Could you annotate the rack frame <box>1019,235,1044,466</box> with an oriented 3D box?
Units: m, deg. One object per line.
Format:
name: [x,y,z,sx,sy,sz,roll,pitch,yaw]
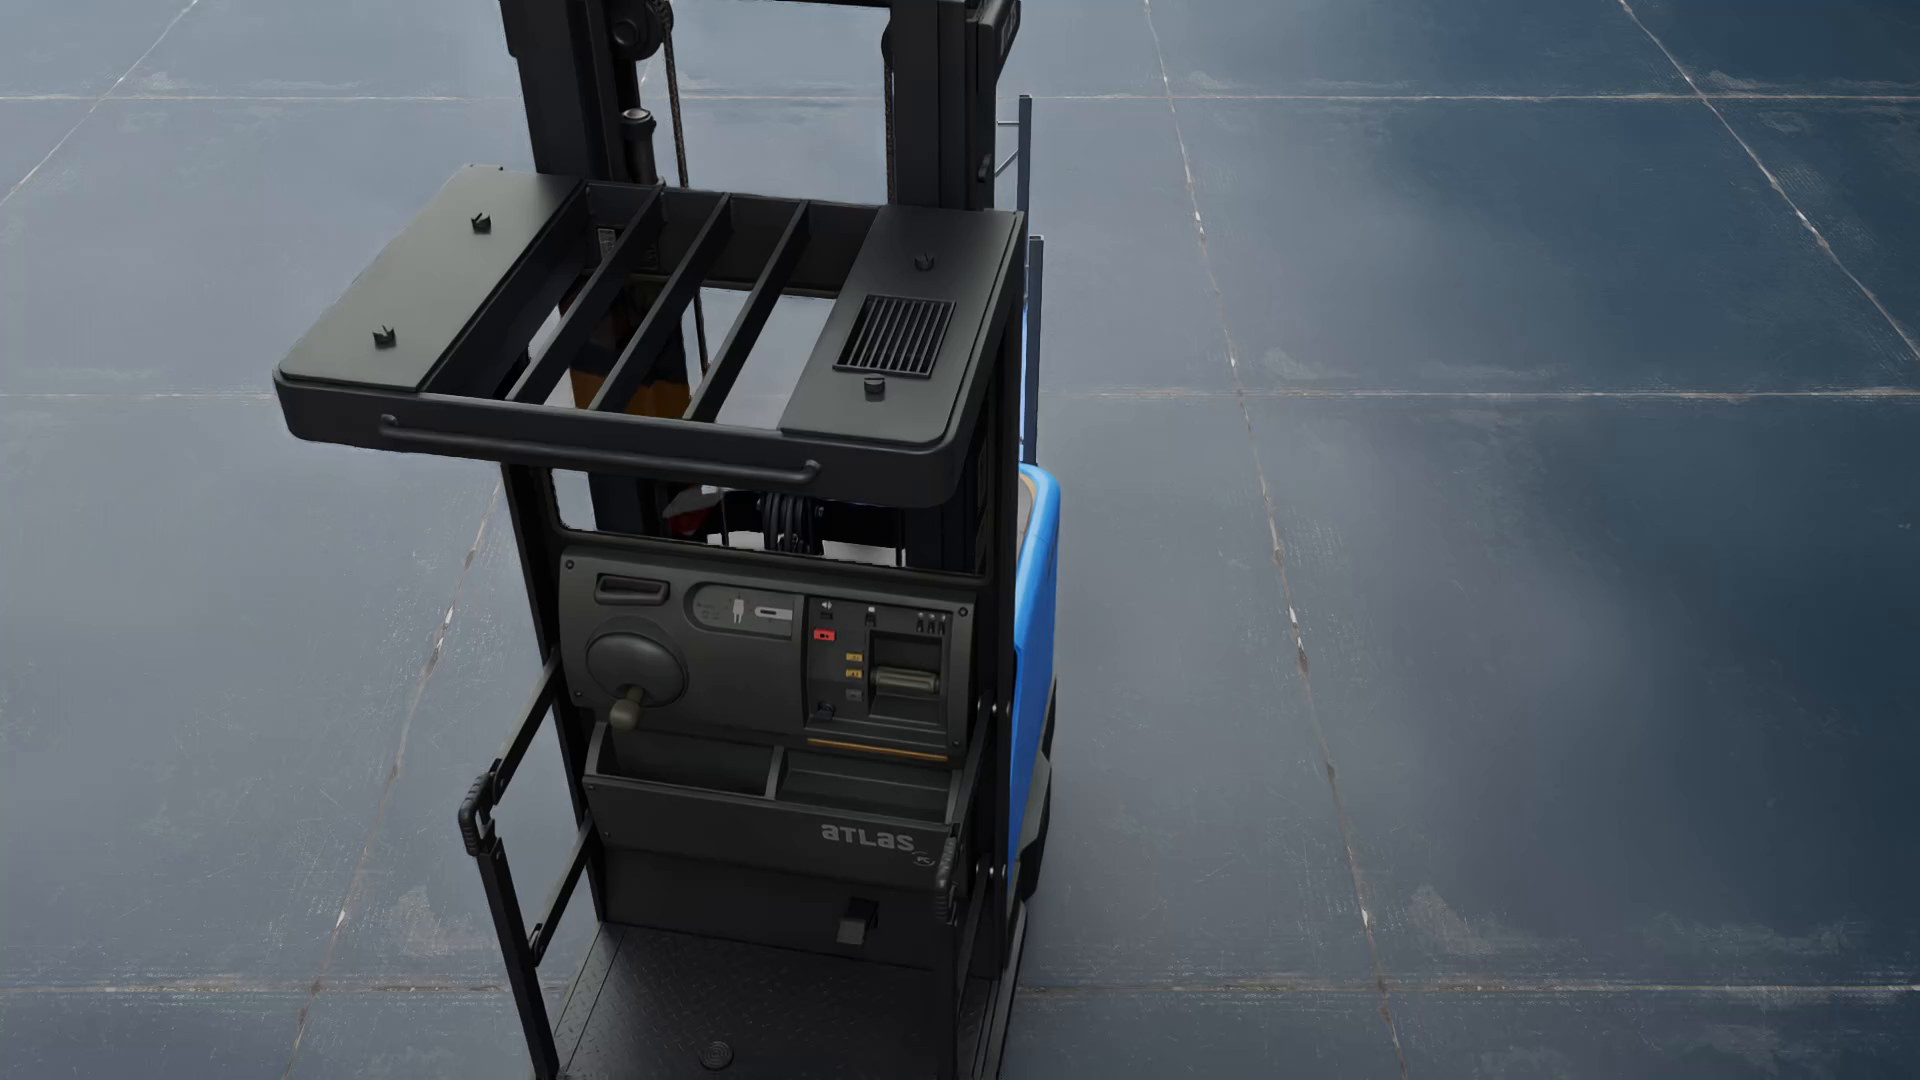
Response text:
rack frame: [0.000,-0.321,5.451,0.500,1.500,0.032,0,39,0]

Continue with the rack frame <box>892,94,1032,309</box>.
rack frame: [-0.001,-0.956,6.244,0.500,1.500,0.032,0,39,0]

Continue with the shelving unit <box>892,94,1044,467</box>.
shelving unit: [0.000,-0.639,5.848,0.538,1.500,1.048,0,39,0]

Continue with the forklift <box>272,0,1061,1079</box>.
forklift: [-0.468,0.332,3.492,1.130,2.935,3.031,7,39,8]

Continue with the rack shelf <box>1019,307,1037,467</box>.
rack shelf: [0.000,-0.498,5.960,0.538,0.185,1.000,0,39,0]
